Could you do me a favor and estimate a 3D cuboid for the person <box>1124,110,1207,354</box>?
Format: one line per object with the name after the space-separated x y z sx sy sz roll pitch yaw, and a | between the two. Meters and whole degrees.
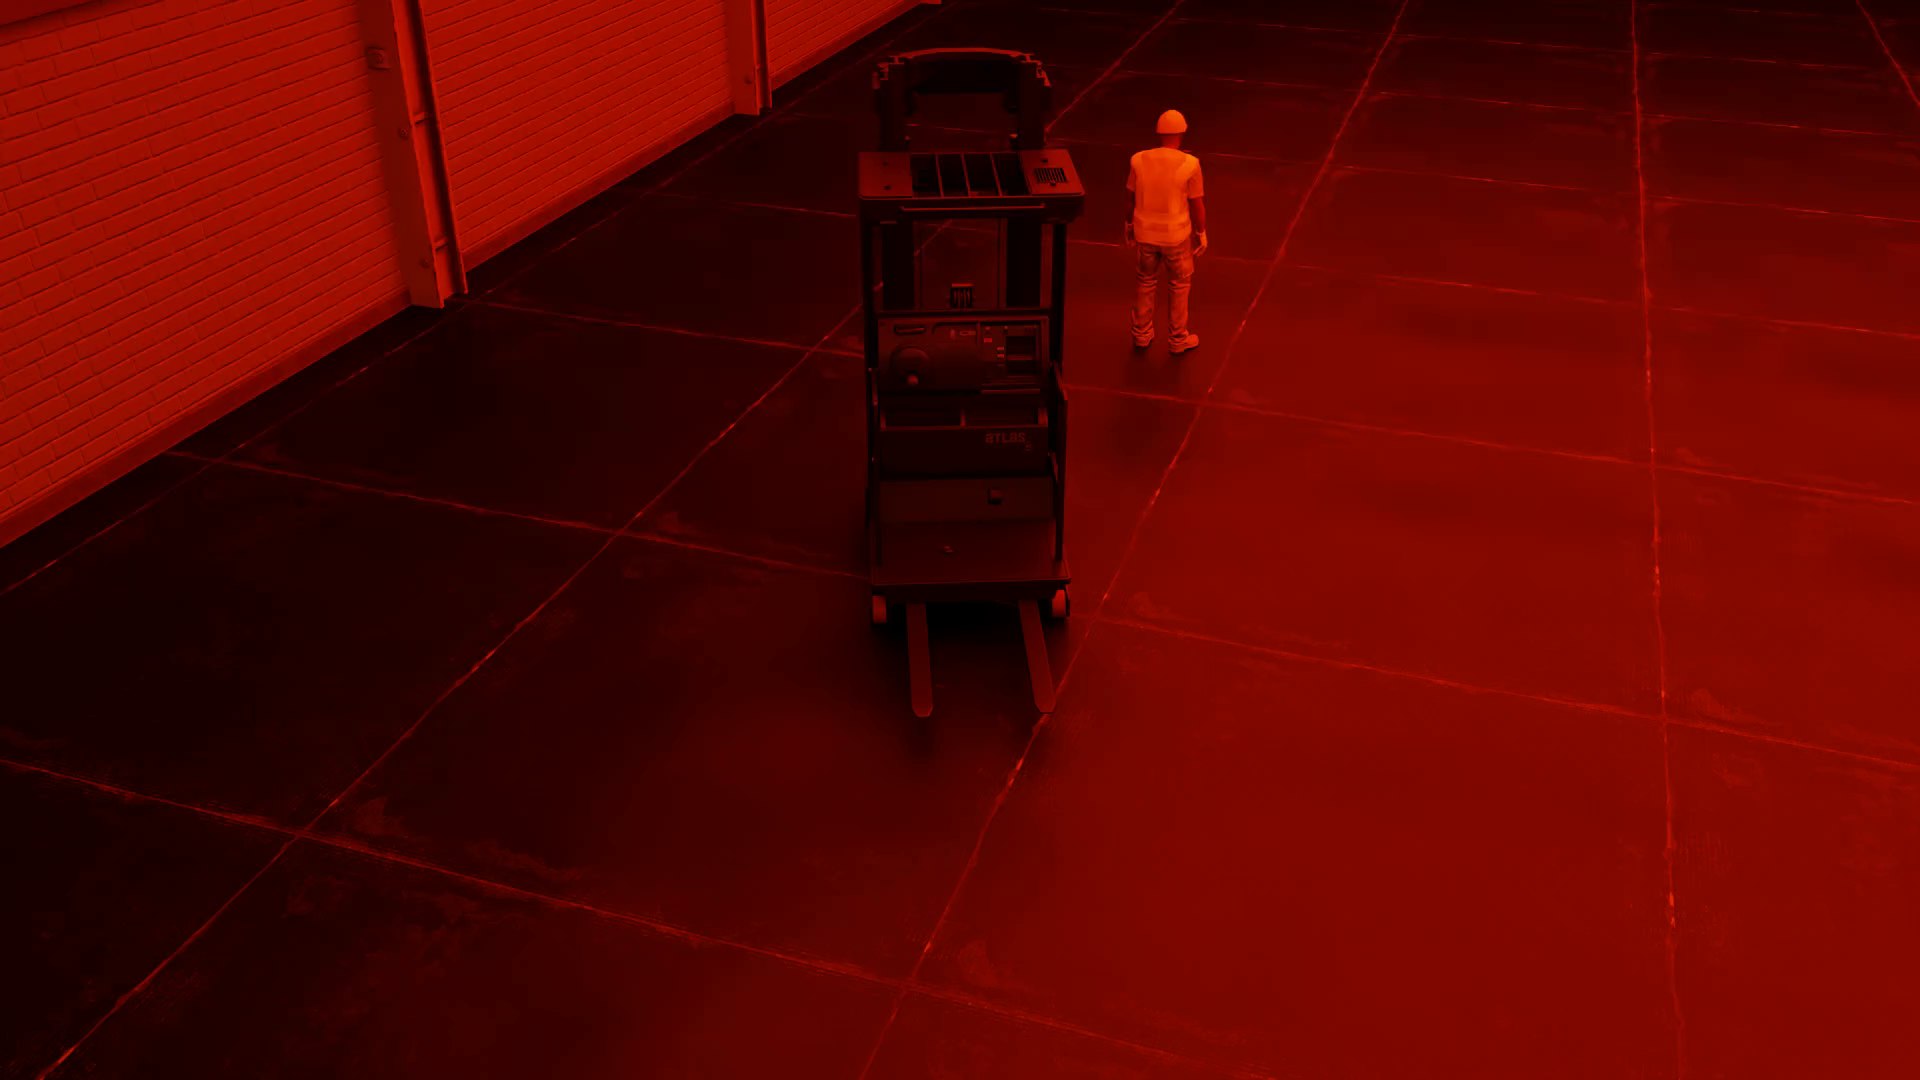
1.514 -2.271 12.291 0.632 1.775 0.449 14 33 23 | person

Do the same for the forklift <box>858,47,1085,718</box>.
0.035 -0.972 8.842 1.130 2.935 3.031 -2 30 -3 | forklift
